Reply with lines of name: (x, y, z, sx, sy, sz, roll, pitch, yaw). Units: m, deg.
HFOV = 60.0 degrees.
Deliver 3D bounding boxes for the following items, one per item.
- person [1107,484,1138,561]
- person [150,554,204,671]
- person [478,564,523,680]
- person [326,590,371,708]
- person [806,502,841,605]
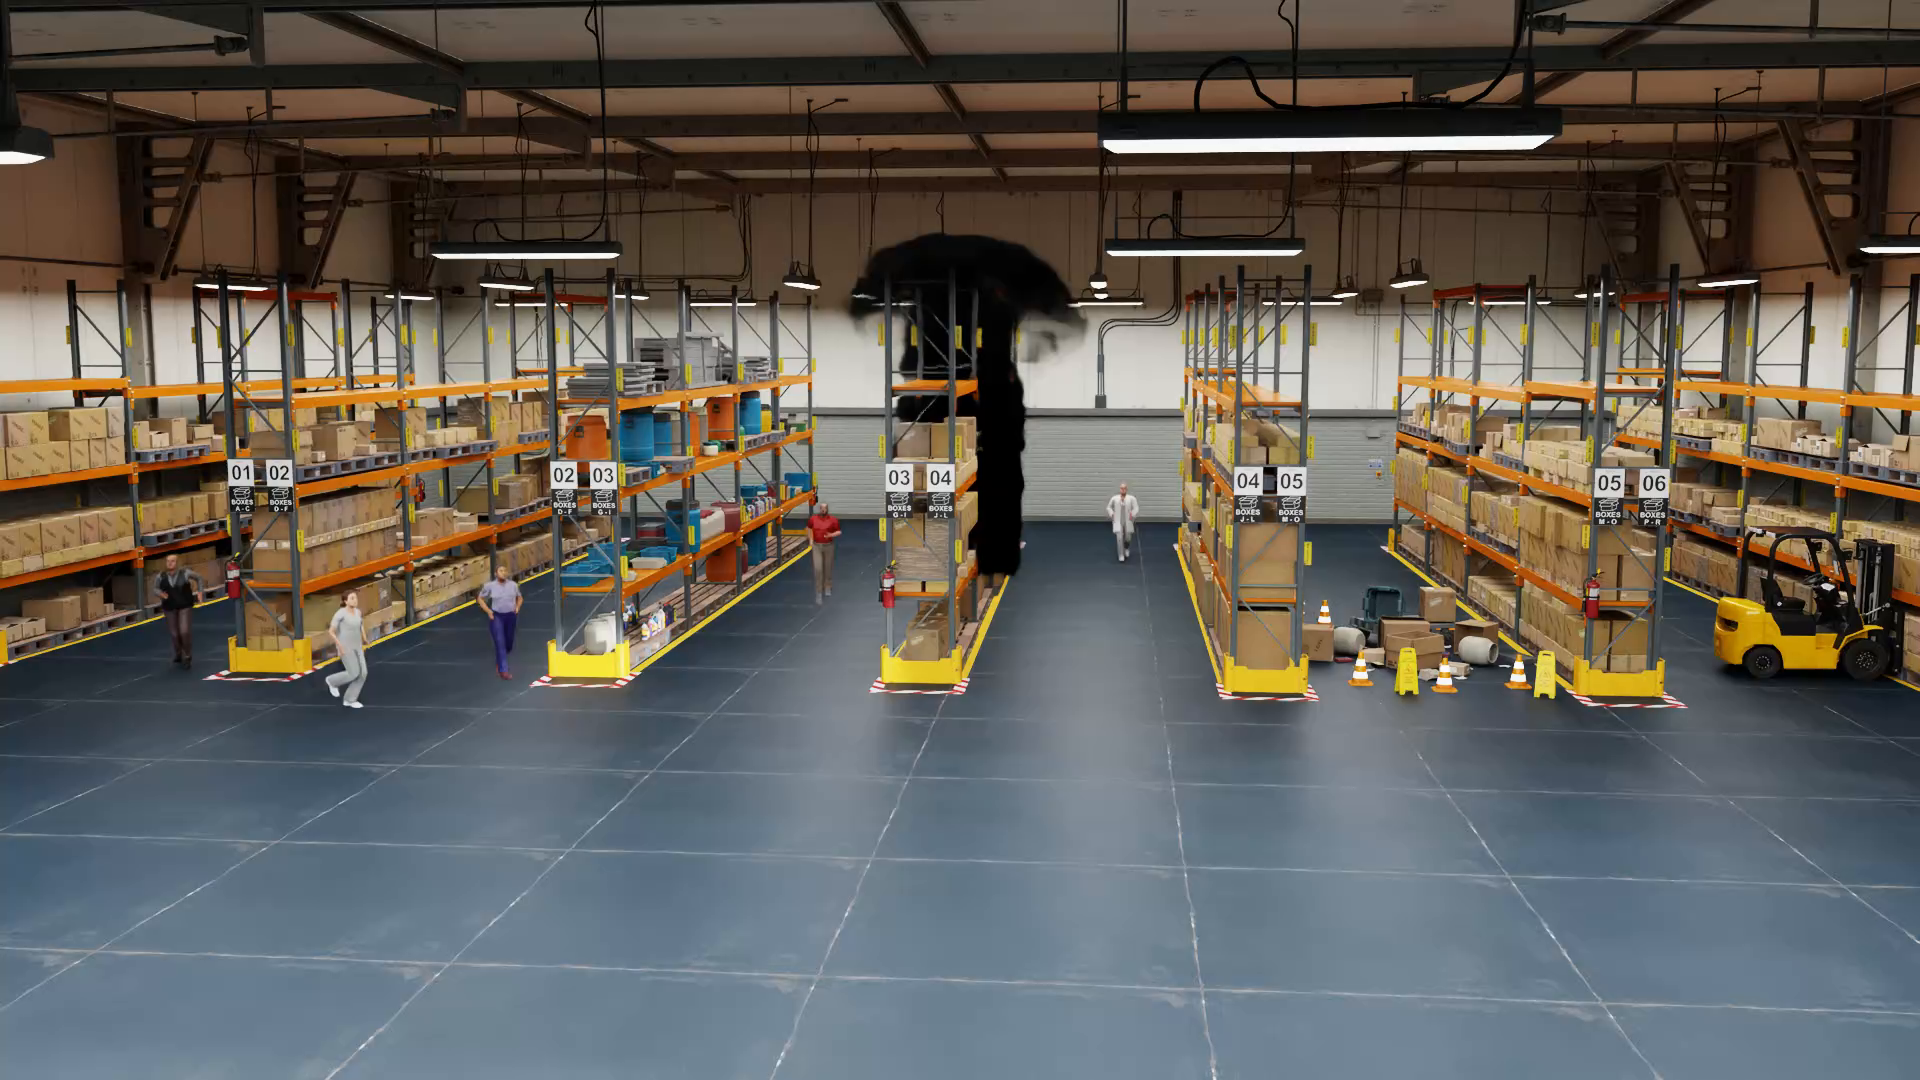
person: (3.653, -0.398, 37.407, 0.710, 1.726, 0.693, 1, 7, 5)
person: (-11.877, 1.086, 25.250, 0.713, 1.767, 0.746, -1, 7, -11)
person: (-6.584, 1.161, 23.926, 0.622, 1.605, 0.837, -5, 8, -34)
person: (-8.327, 1.472, 22.604, 0.602, 1.619, 0.548, 3, 8, 26)
person: (-2.473, 0.222, 30.163, 0.648, 1.829, 0.698, 0, 7, -2)
